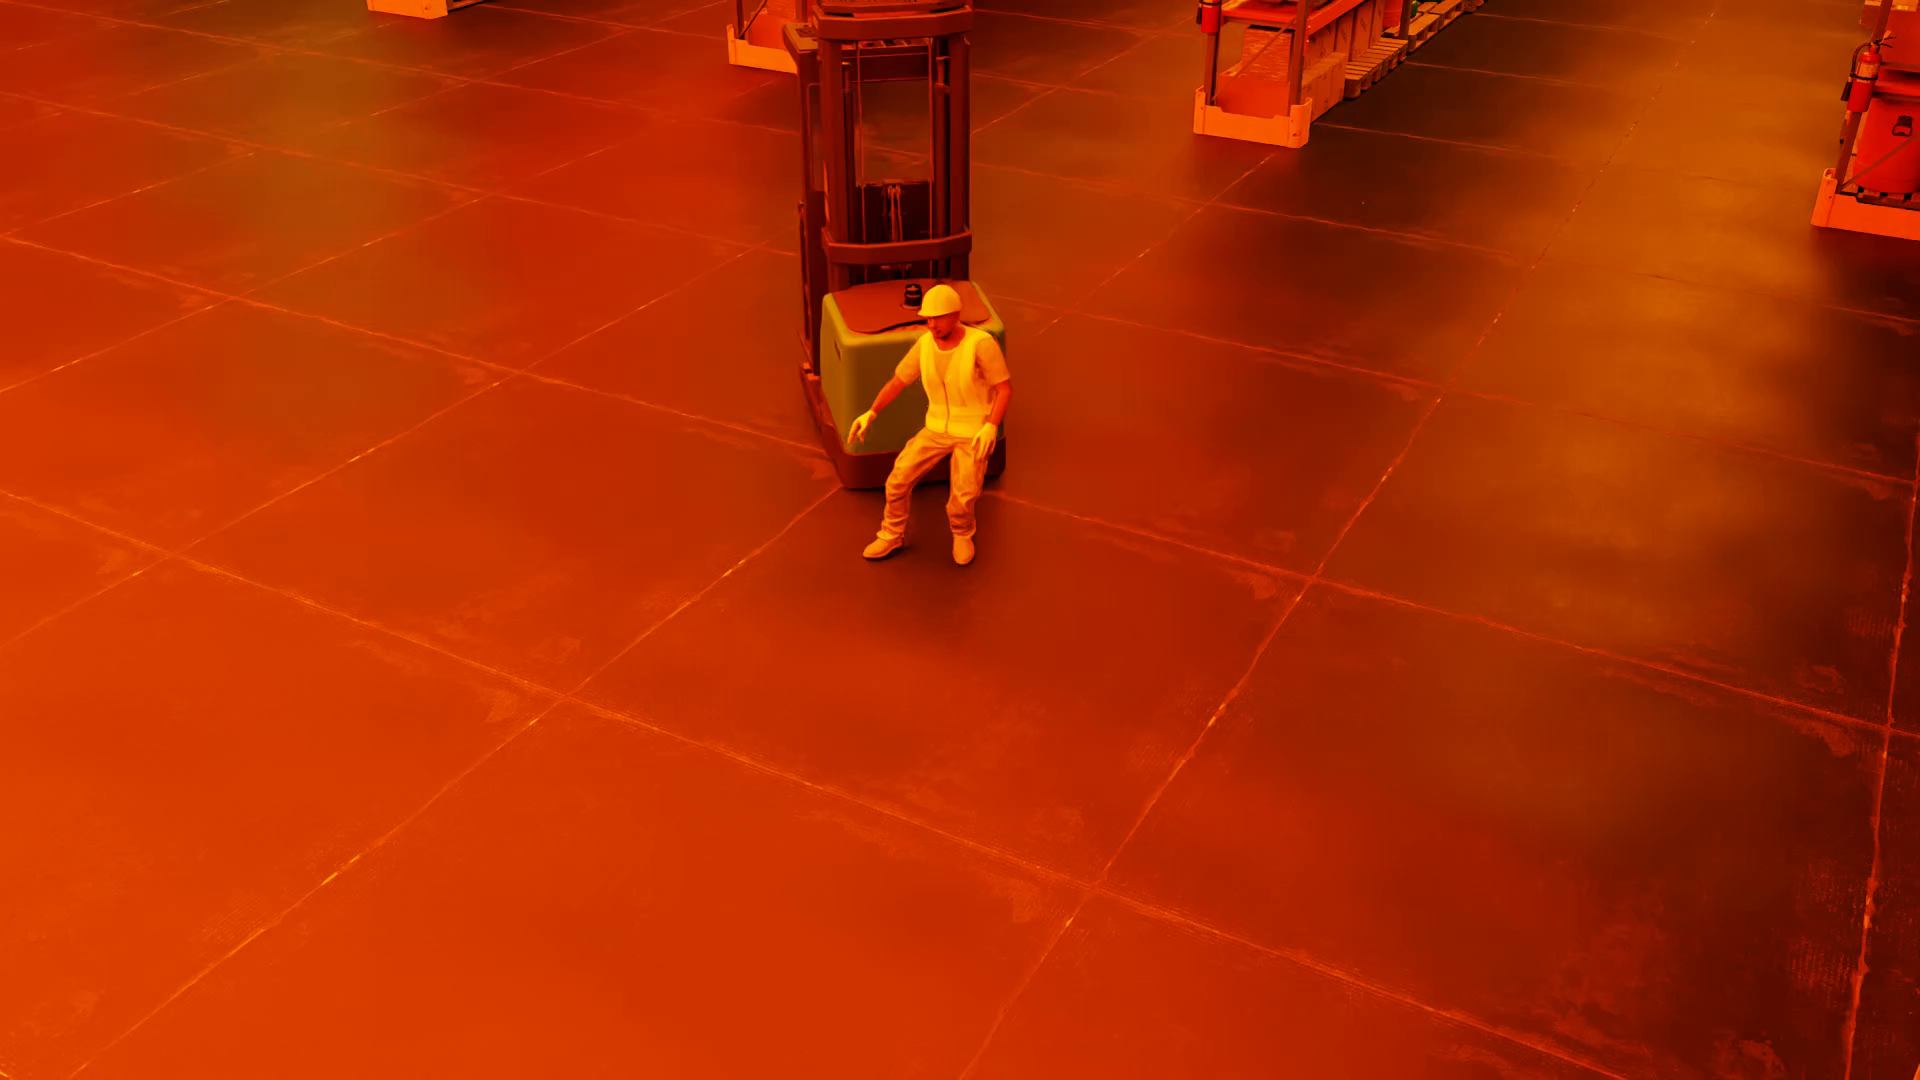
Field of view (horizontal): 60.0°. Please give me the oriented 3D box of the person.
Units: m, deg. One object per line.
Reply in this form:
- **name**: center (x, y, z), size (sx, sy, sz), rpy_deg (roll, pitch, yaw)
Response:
- **person**: center (-0.133, -0.622, 9.425), size (0.861, 1.663, 0.615), rpy_deg (17, 34, 27)

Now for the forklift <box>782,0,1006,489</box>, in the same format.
- **forklift**: center (-0.535, -2.312, 11.077), size (1.130, 2.935, 3.031), rpy_deg (-7, 31, -11)
